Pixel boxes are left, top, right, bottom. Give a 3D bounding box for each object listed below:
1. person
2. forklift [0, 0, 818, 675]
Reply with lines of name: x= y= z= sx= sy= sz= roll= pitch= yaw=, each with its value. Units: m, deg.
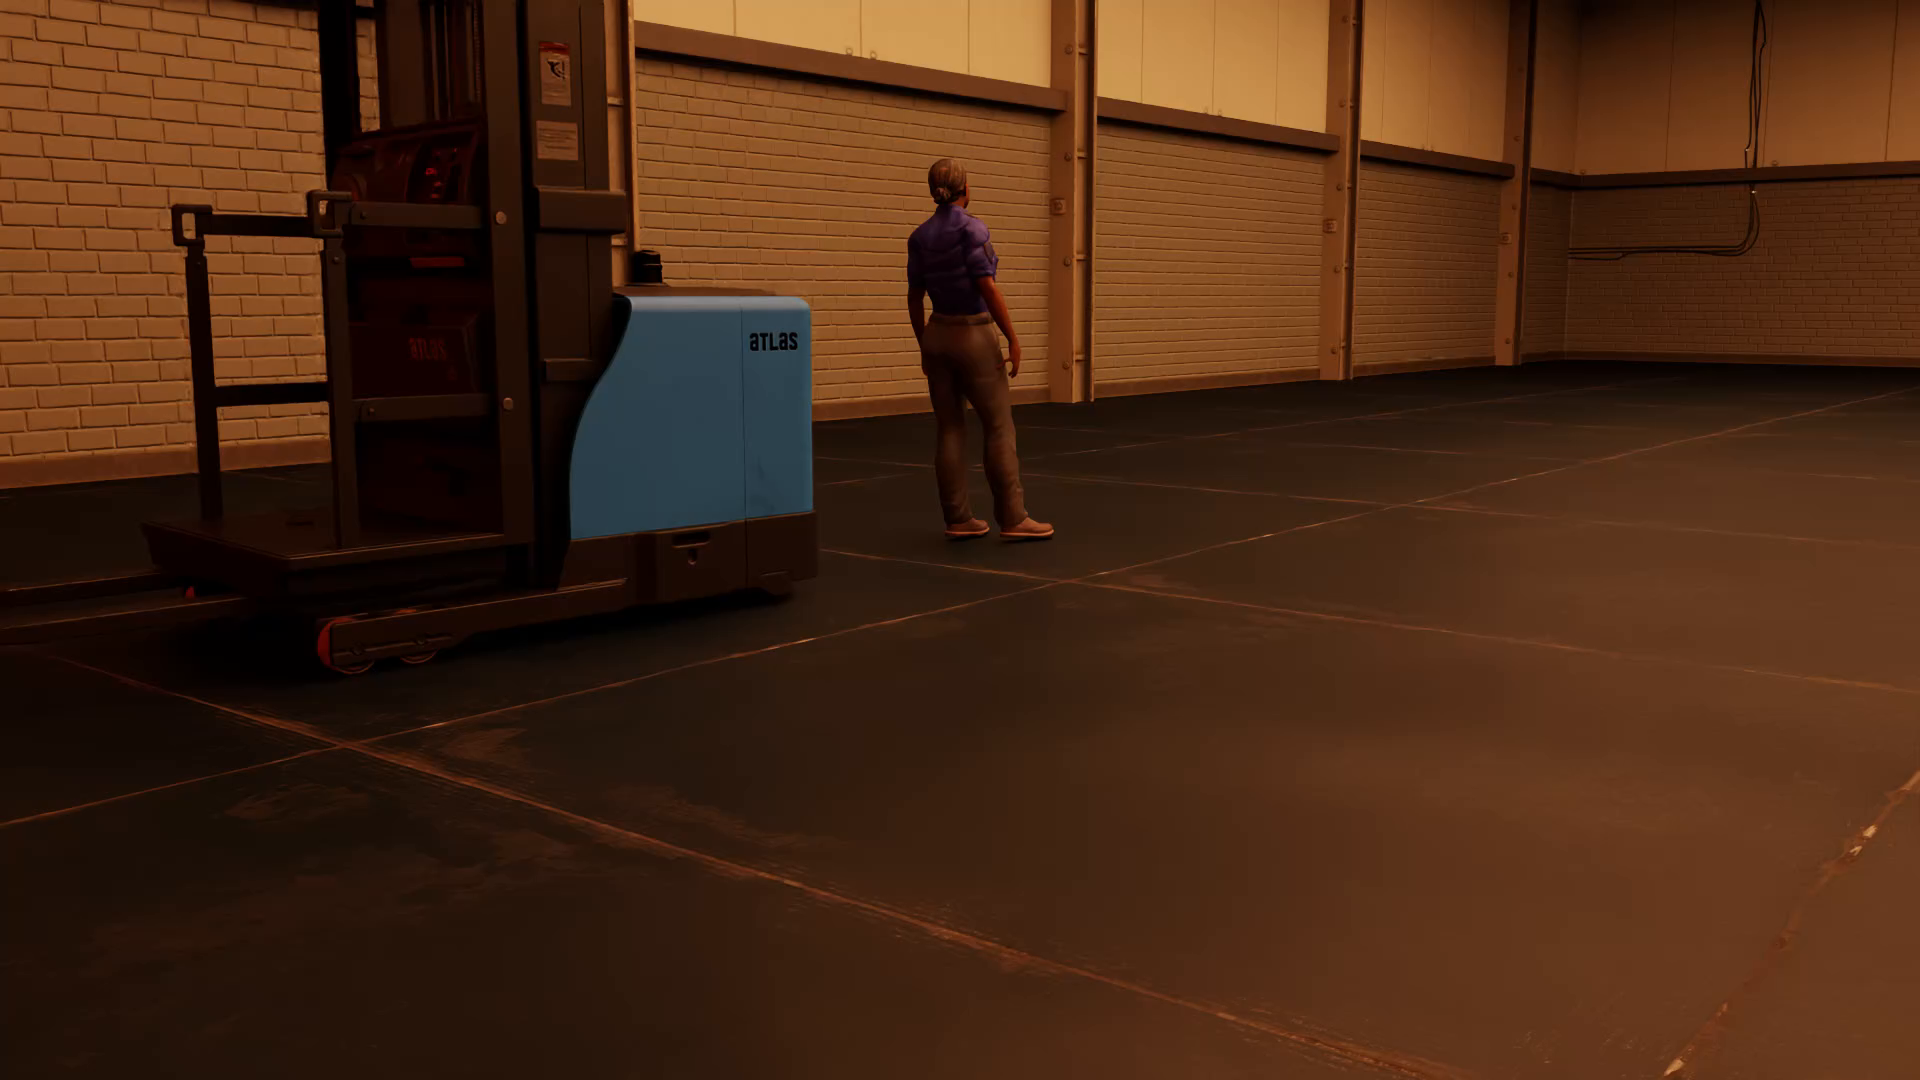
person: x=0.070 y=-0.834 z=7.339 sx=0.569 sy=1.654 sz=0.504 roll=7 pitch=11 yaw=38
forklift: x=-1.911 y=-1.148 z=5.125 sx=1.130 sy=2.935 sz=3.031 roll=8 pitch=12 yaw=44
